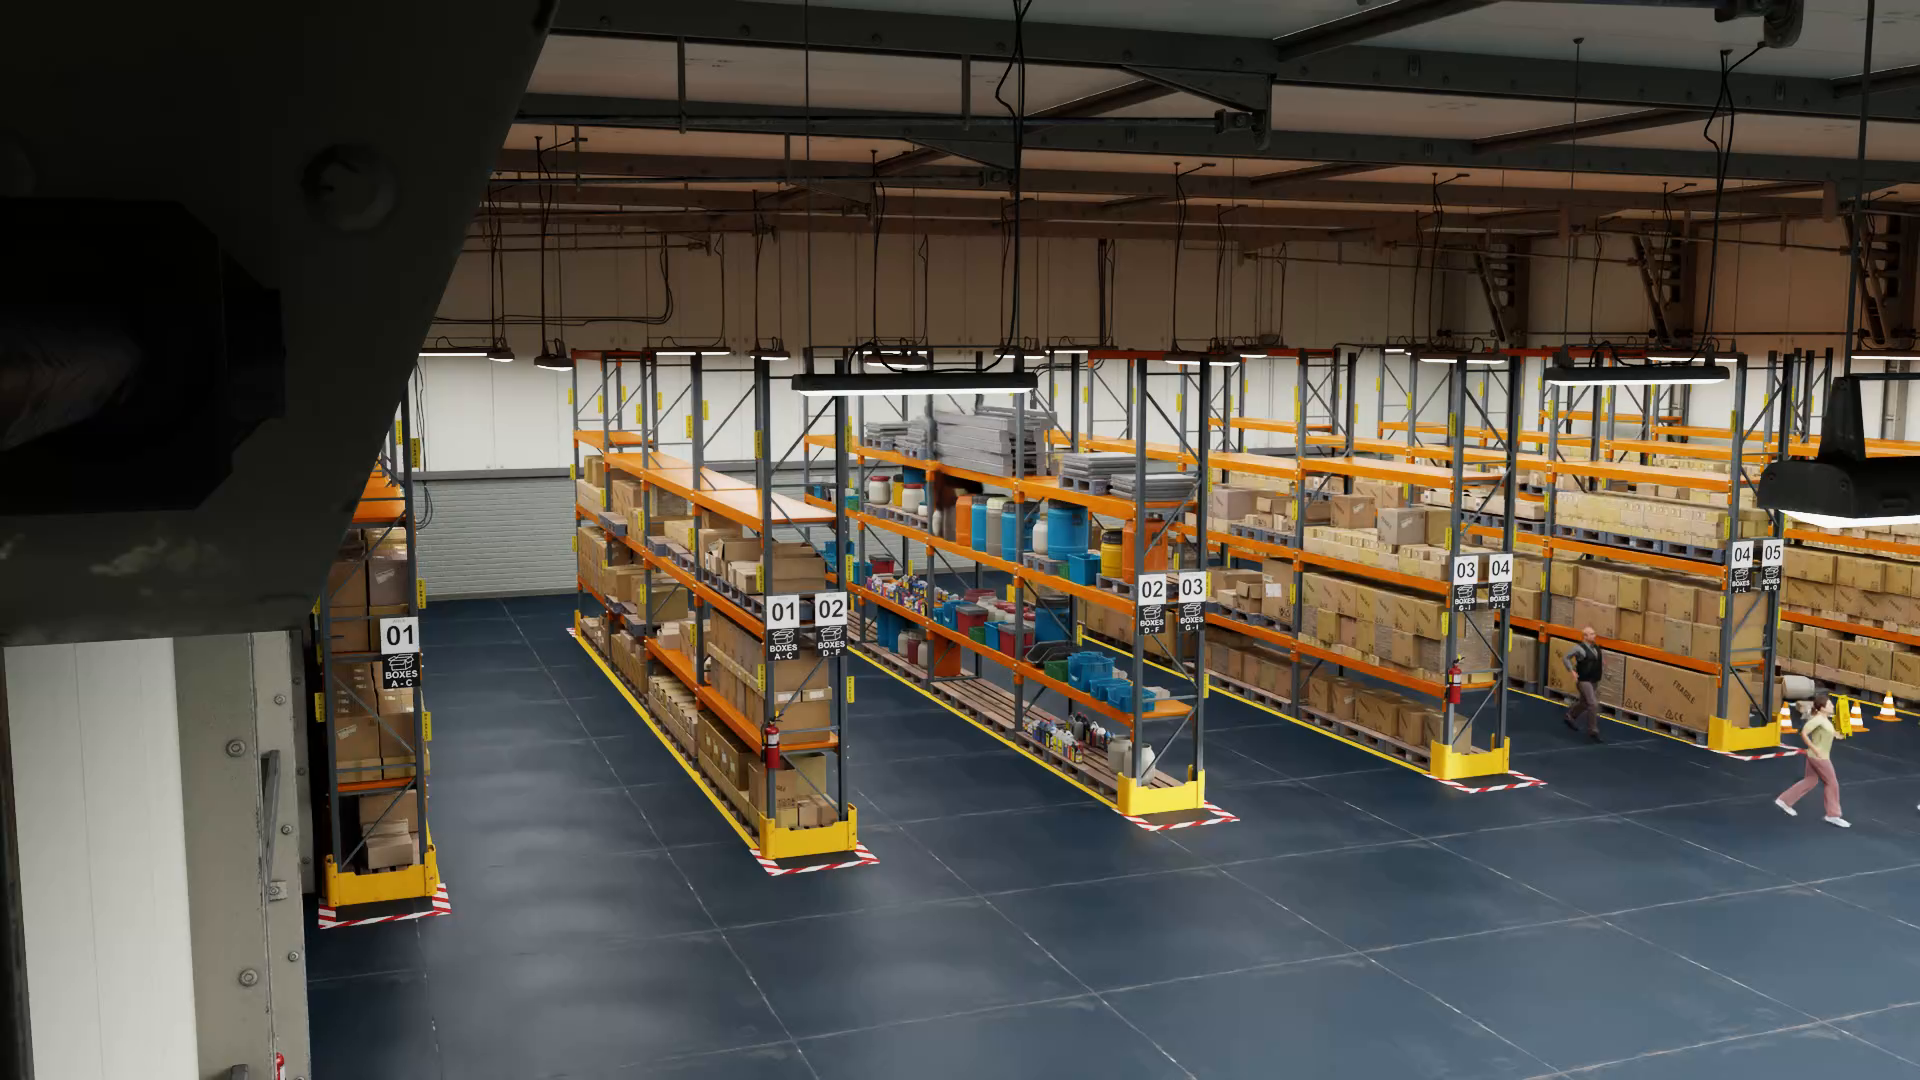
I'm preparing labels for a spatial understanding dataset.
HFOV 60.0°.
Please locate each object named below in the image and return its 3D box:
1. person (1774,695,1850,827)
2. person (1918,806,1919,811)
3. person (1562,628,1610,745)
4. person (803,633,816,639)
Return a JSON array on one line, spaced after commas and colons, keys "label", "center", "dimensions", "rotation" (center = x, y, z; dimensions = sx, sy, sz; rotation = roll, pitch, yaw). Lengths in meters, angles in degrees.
[{"label": "person", "center": [11.071, 2.832, 21.527], "dimensions": [0.896, 1.690, 0.559], "rotation": [3, 8, 20]}, {"label": "person", "center": [12.461, 2.935, 20.869], "dimensions": [0.567, 1.626, 0.555], "rotation": [2, 7, 15]}, {"label": "person", "center": [9.792, 2.238, 25.981], "dimensions": [0.638, 1.755, 0.874], "rotation": [-5, 9, -35]}, {"label": "person", "center": [-2.563, 1.538, 29.425], "dimensions": [0.662, 1.829, 0.633], "rotation": [-5, 8, -33]}]
